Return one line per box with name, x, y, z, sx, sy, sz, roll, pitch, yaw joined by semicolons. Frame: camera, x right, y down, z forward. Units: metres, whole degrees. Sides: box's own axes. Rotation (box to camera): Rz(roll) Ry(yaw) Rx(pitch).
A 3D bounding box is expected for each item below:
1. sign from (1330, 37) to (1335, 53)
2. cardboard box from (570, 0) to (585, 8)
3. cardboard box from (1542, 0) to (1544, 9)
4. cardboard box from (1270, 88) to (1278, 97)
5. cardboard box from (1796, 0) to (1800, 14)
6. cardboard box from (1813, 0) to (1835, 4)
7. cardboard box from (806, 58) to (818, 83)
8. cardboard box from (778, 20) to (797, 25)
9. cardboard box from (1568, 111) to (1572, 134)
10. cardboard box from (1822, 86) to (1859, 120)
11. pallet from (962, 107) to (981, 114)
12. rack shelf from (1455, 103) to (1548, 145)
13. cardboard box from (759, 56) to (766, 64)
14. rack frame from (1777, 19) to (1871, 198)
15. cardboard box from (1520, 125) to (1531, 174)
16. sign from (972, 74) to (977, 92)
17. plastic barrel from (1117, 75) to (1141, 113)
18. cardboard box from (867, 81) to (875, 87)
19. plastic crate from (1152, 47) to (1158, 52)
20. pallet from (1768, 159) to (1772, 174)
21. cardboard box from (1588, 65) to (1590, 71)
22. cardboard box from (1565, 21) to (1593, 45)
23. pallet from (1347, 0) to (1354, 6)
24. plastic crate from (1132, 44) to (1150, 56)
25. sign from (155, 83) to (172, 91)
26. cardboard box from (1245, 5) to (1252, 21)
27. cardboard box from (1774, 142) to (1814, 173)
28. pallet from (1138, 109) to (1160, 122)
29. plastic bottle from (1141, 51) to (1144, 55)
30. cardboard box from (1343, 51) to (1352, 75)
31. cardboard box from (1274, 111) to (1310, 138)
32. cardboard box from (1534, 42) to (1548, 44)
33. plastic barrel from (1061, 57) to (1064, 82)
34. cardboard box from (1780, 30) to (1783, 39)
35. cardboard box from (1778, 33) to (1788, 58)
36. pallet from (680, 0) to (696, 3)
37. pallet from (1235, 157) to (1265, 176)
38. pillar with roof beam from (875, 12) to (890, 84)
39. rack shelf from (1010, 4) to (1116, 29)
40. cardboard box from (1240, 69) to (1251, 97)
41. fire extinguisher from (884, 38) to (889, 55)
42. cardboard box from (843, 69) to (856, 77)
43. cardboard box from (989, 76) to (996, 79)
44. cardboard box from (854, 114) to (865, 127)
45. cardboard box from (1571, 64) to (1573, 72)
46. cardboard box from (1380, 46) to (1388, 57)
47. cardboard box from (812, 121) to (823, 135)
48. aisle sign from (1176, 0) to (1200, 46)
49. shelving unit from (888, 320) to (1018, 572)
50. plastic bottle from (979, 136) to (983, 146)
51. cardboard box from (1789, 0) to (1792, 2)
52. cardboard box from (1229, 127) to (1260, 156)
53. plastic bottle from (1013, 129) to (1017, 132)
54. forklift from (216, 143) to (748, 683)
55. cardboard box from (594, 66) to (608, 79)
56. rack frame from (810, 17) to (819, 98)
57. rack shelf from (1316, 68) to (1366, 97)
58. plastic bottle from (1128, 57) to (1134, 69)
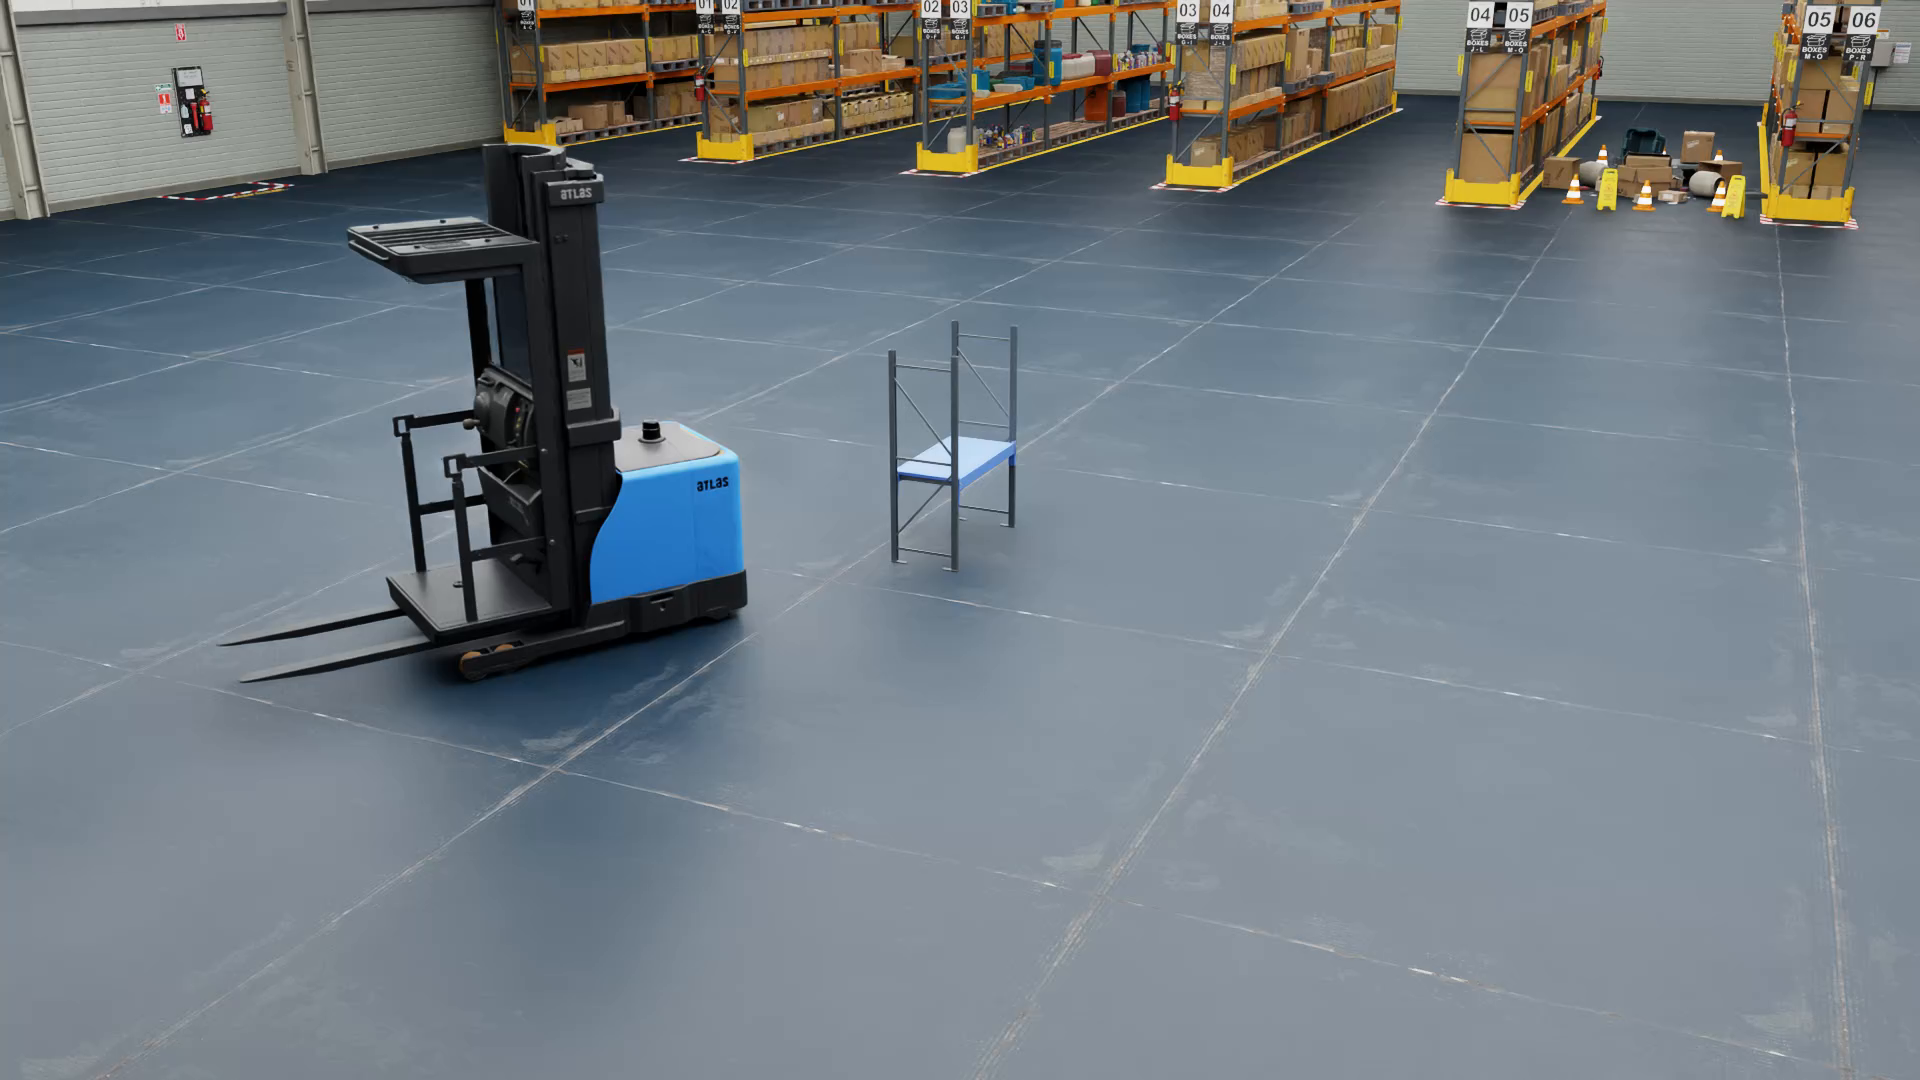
sign;8.060;-10.704;35.979;0.100;0.325;0.005;9;21;23
cardboard box;-8.445;-11.717;35.782;0.500;0.500;0.500;10;22;25
cardboard box;9.615;-9.019;27.976;0.380;0.149;0.250;9;21;23
cardboard box;5.992;-8.745;32.456;0.380;0.149;0.250;9;21;23
cardboard box;14.534;-9.070;28.300;0.500;0.250;0.500;8;21;22
cardboard box;13.195;-8.276;25.472;0.380;0.149;0.250;9;21;23
cardboard box;-3.499;-10.153;35.892;0.700;0.500;0.500;8;21;22
cardboard box;-4.534;-13.746;44.401;0.500;0.250;0.500;9;21;24
cardboard box;12.976;-9.068;36.095;0.500;0.500;0.500;8;21;21
cardboard box;13.983;-6.914;26.341;0.500;0.500;0.500;9;22;24
pallet;-0.135;-11.282;43.378;1.003;0.211;1.213;9;21;23
rack shelf;9.588;-7.382;29.324;1.077;0.370;4.000;9;21;23
cardboard box;-4.185;-9.782;33.881;0.380;0.149;0.250;9;21;23
rack frame;13.326;-6.462;25.661;1.000;3.000;0.127;9;21;23
cardboard box;9.720;-7.071;29.918;0.875;0.875;0.875;9;21;23
sign;0.267;-8.555;31.133;0.100;0.325;0.005;9;21;23
plastic barrel;4.152;-10.998;40.922;0.600;0.901;0.708;9;21;23
cardboard box;-2.915;-13.544;48.679;0.700;0.500;0.500;9;21;23
plastic crate;5.255;-12.817;43.692;0.416;0.233;0.300;9;21;23
pallet;15.780;-6.983;31.289;1.003;0.211;1.213;9;21;23
cardboard box;14.592;-11.111;39.109;0.380;0.149;0.250;10;22;25
cardboard box;14.090;-11.541;37.859;0.500;0.500;0.500;9;22;24
pallet;8.232;-12.138;37.427;1.003;0.211;1.213;10;22;25
plastic crate;4.561;-12.379;42.236;0.392;0.384;0.575;9;21;23
sign;-13.588;-7.720;28.357;0.001;0.109;0.331;9;21;23
cardboard box;4.924;-9.434;29.767;0.500;0.250;0.500;8;21;21
cardboard box;13.840;-6.311;27.596;0.500;0.500;0.500;8;21;21
pallet;4.327;-10.625;41.531;1.003;0.211;1.213;9;21;23
plastic bottle;4.471;-11.840;40.858;0.144;0.351;0.185;9;21;23
cardboard box;8.631;-10.893;37.972;0.500;0.500;0.500;9;21;23
cardboard box;7.090;-8.918;35.641;0.700;0.500;0.500;7;21;18
cardboard box;11.021;-9.315;32.044;0.700;0.500;0.500;9;21;23
plastic barrel;1.997;-10.050;35.549;0.433;0.535;0.433;0;20;0
cardboard box;18.397;-10.984;36.737;0.500;0.500;0.500;8;21;22
cardboard box;17.798;-10.553;35.524;0.500;0.500;0.500;9;21;23
pallet;-6.862;-12.899;39.567;1.213;0.211;1.003;9;21;23
pallet;5.182;-7.146;31.747;1.003;0.211;1.213;9;21;23
pillar with roof beam;1.524;-17.931;48.960;9.100;9.000;0.400;9;21;23
rack shelf;2.224;-11.409;36.171;1.077;0.370;4.000;9;21;23
cardboard box;4.875;-8.489;30.769;0.875;0.500;0.500;9;21;23
fire extinguisher;-2.237;-14.522;48.998;0.296;0.674;0.183;9;21;23
cardboard box;-2.563;-10.529;37.473;0.380;0.149;0.250;9;21;23
cardboard box;0.928;-12.456;45.586;0.797;0.503;0.637;9;21;23
cardboard box;-2.511;-9.552;37.829;0.500;0.250;0.500;9;22;24
cardboard box;13.061;-10.229;36.003;0.380;0.149;0.250;8;21;21
cardboard box;10.464;-12.287;41.821;0.500;0.250;0.500;8;21;21
cardboard box;-3.317;-8.984;36.230;0.500;0.250;0.500;9;21;23
aisle sign;3.986;-9.068;29.112;0.394;0.787;0.004;9;21;23
shelving unit;-0.035;-0.681;11.644;0.538;1.500;1.048;9;21;23
plastic bottle;0.425;-8.116;33.832;0.097;0.201;0.097;0;20;0
cardboard box;16.834;-10.894;32.872;0.700;0.500;0.500;7;21;20
cardboard box;5.495;-7.771;32.448;0.500;0.500;0.500;17;26;40
plastic bottle;1.180;-8.365;34.422;0.152;0.276;0.135;9;21;23
forklift;-2.866;-0.765;9.744;3.031;2.935;1.130;-12;23;-31
cardboard box;-8.159;-10.374;36.858;0.500;0.250;0.500;9;21;23
rack frame;-4.358;-13.529;45.533;1.000;3.000;0.127;9;21;23
rack shelf;8.380;-10.539;38.201;1.077;0.370;4.000;9;21;23
plastic bottle;4.083;-11.400;39.732;0.152;0.276;0.135;9;21;23
